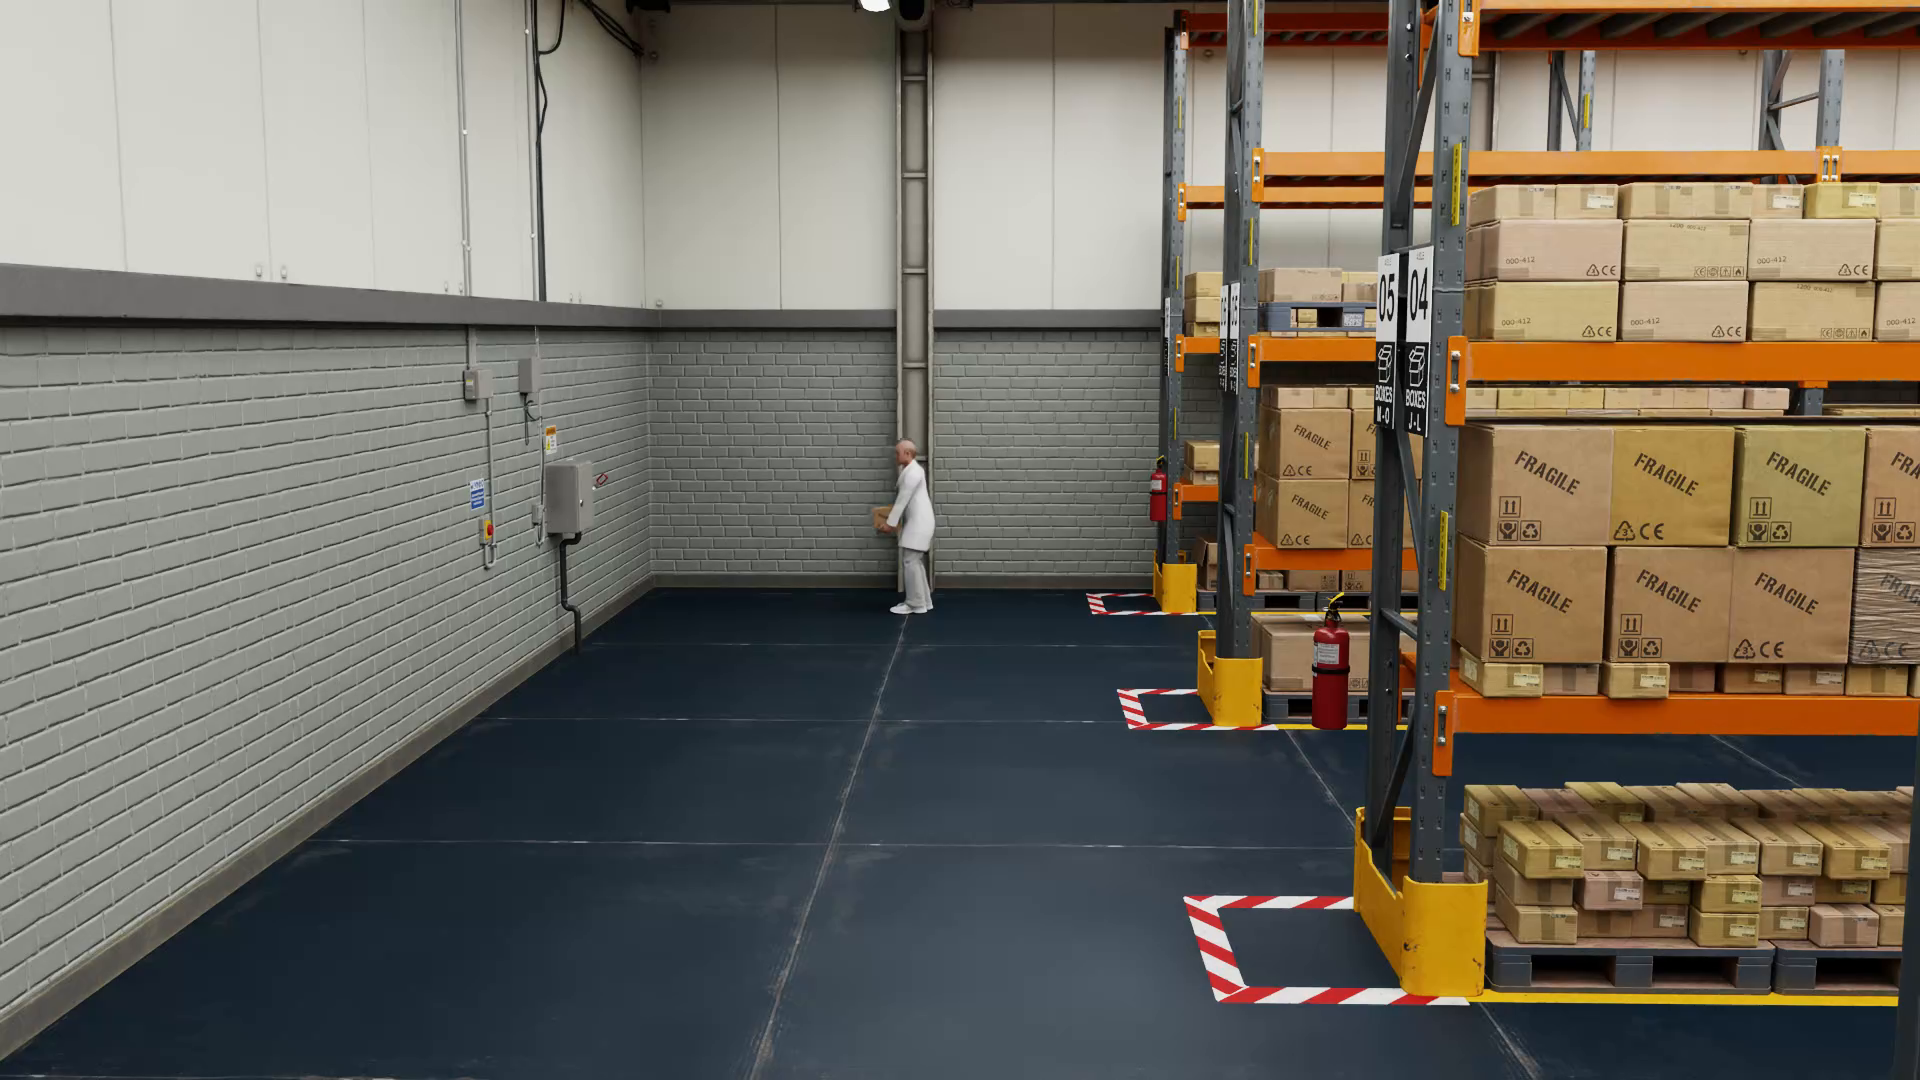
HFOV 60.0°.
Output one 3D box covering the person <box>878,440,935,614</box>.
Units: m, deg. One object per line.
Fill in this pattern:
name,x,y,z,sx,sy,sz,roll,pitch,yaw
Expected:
person,-0.545,-0.135,16.987,0.582,1.767,0.532,0,7,0
